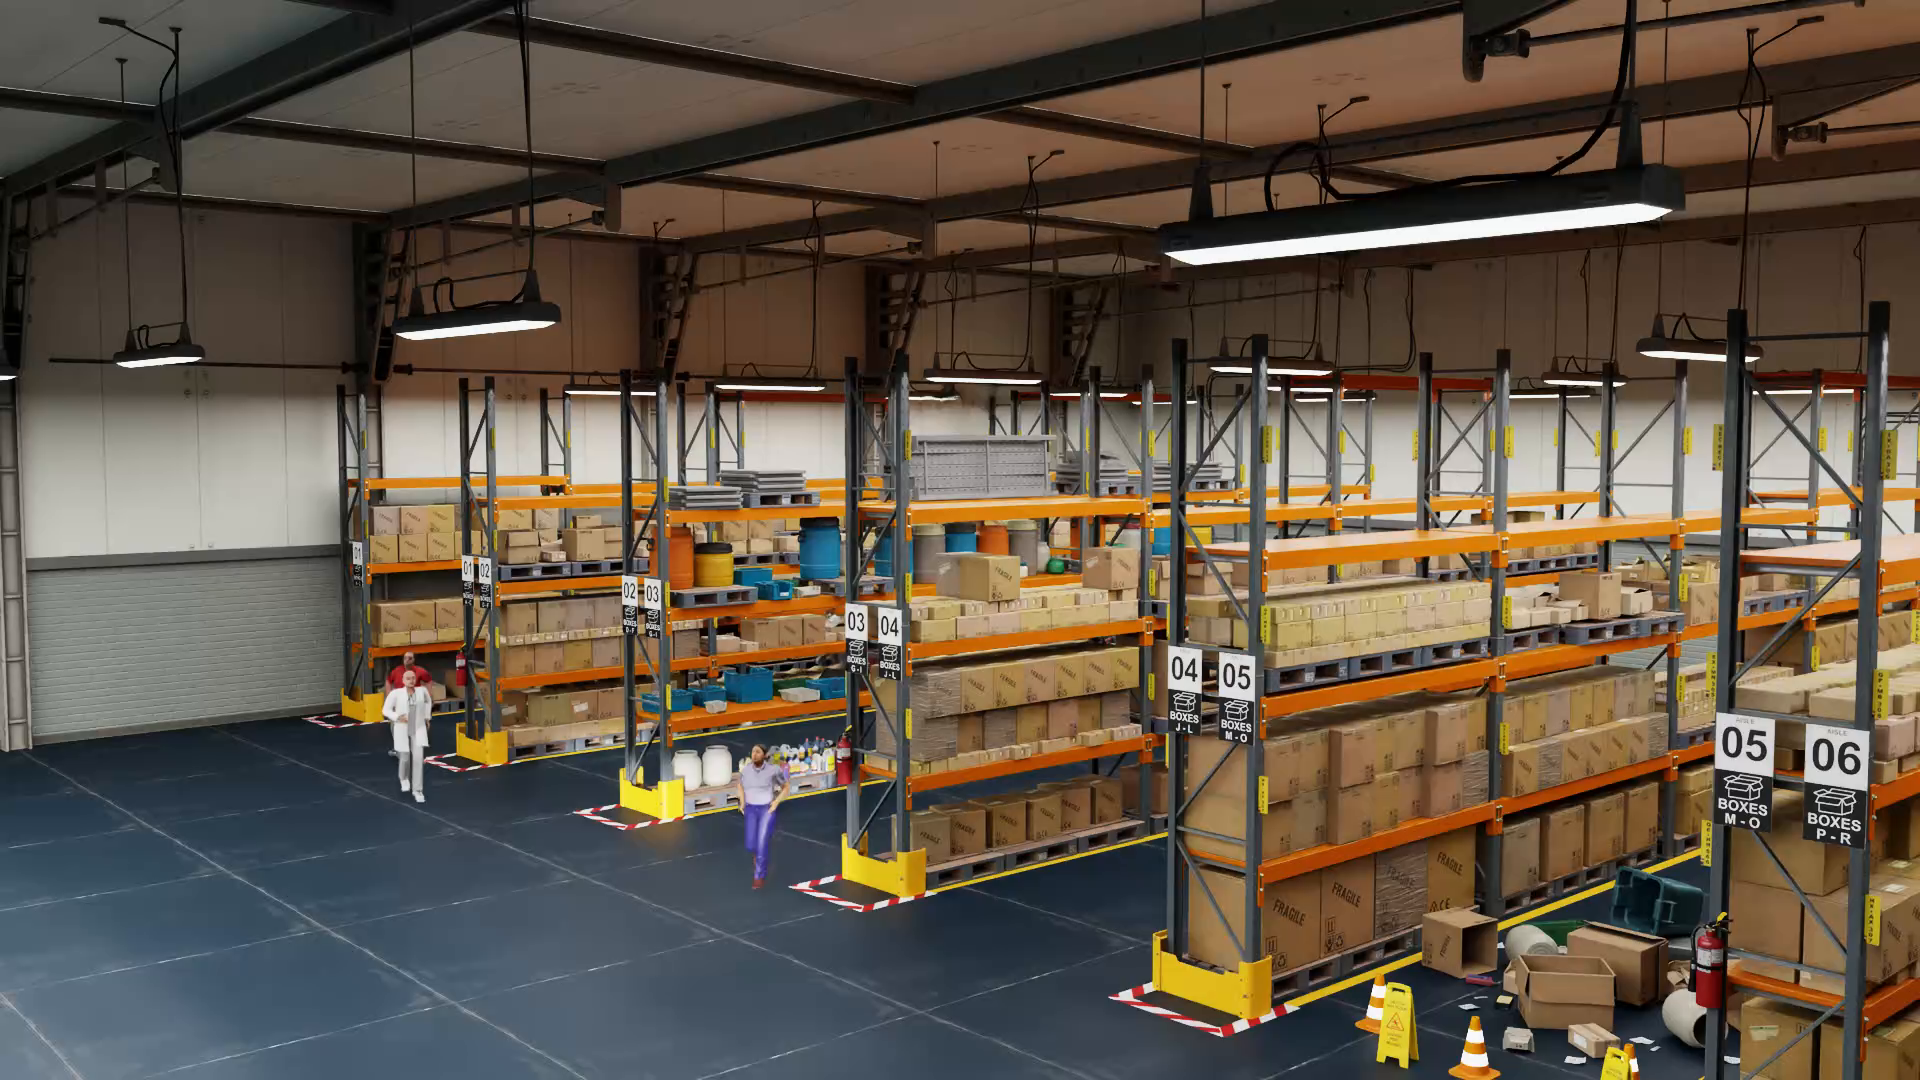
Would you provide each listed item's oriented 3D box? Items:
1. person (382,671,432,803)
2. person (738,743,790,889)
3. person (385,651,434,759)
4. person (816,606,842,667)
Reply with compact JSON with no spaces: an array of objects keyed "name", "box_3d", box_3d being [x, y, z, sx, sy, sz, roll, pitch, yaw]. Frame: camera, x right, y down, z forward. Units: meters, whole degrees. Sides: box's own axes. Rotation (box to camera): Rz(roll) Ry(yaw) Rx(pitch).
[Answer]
[{"name":"person","box_3d":[-7.775,2.733,23.447,0.698,1.803,0.981,-2,4,-26]},{"name":"person","box_3d":[-2.245,3.125,19.049,0.616,1.635,0.700,1,4,14]},{"name":"person","box_3d":[-8.746,2.611,26.275,0.720,1.715,0.642,1,4,8]},{"name":"person","box_3d":[-2.591,2.079,33.115,0.904,1.784,0.645,-3,5,-41]}]
